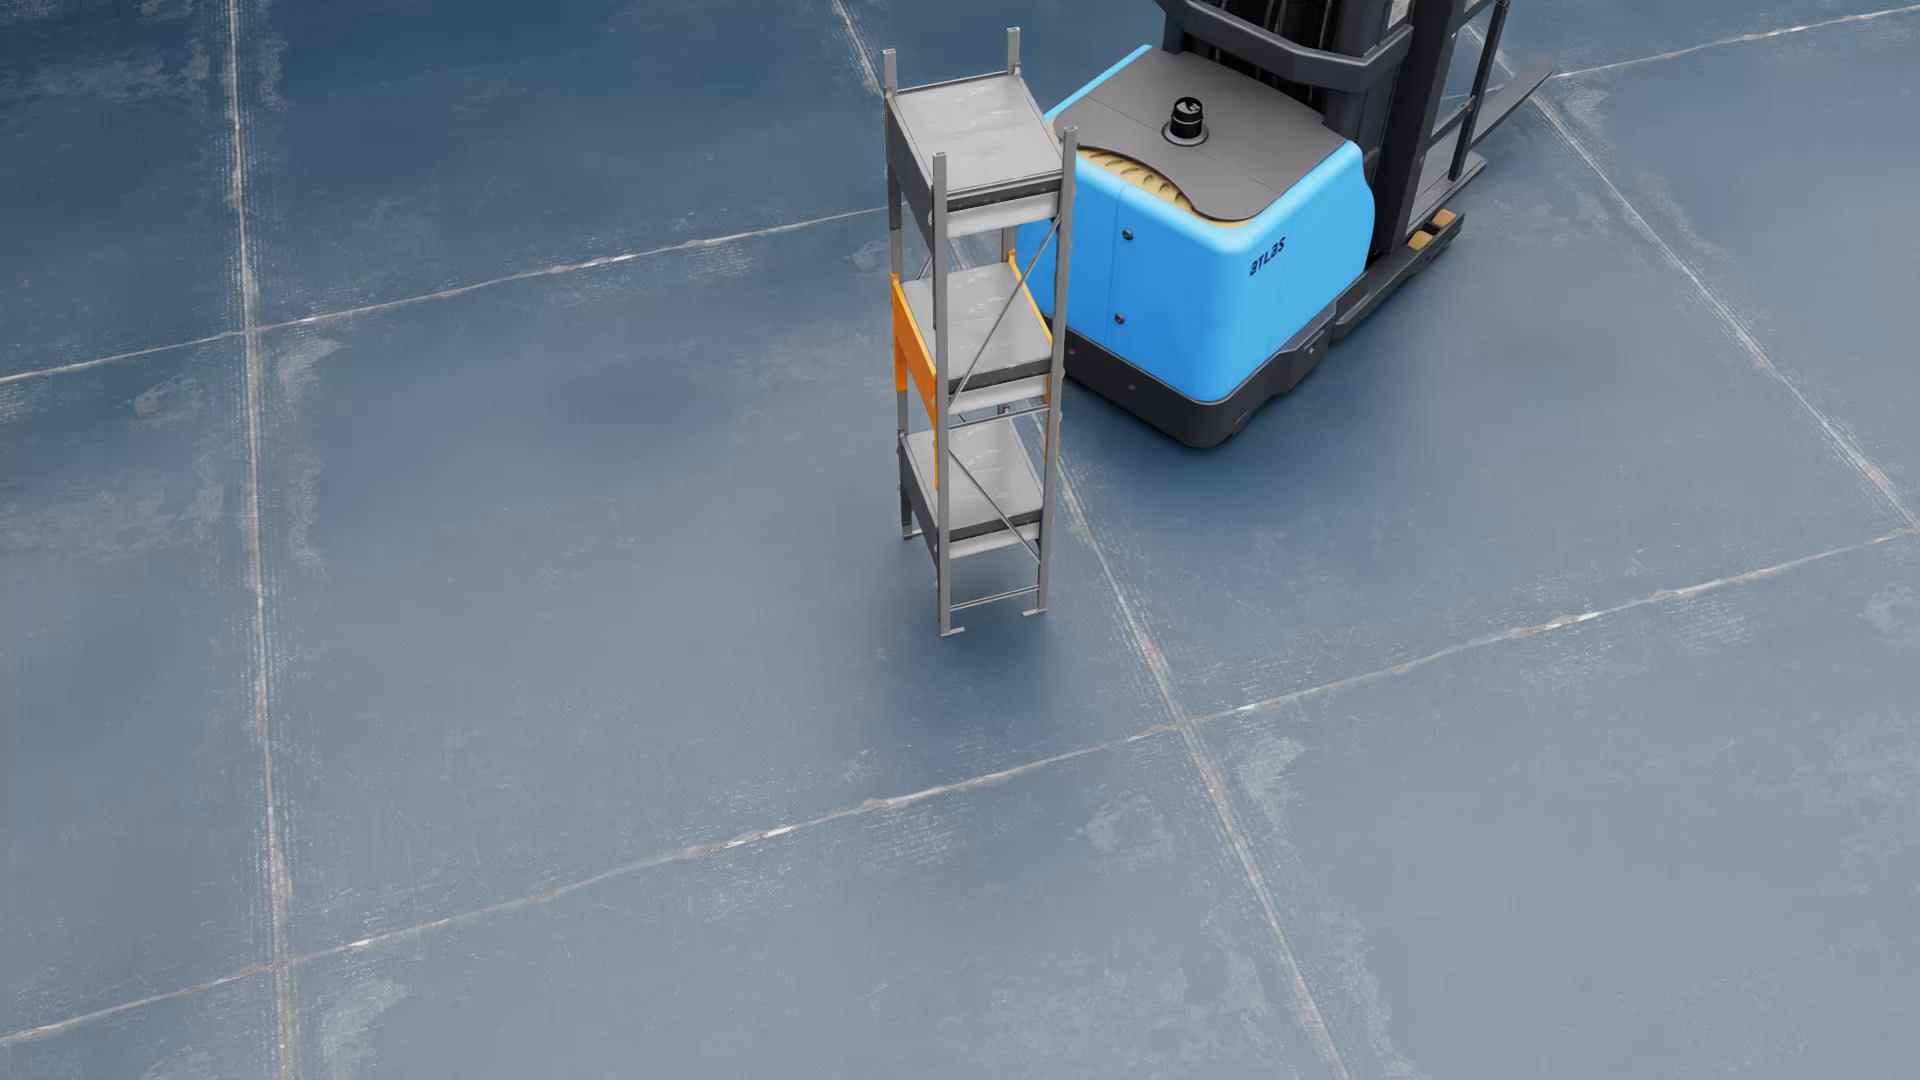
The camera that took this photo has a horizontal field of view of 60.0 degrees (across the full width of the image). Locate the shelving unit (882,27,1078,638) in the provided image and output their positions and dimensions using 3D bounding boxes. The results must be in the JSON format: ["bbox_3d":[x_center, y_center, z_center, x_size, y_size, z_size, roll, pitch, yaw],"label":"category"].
[{"bbox_3d":[0.049,-0.556,5.345,0.431,2.100,0.503,-13,51,-11],"label":"shelving unit"}]

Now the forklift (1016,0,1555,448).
[{"bbox_3d":[1.559,-2.354,6.317,1.130,2.935,3.031,34,58,25],"label":"forklift"}]

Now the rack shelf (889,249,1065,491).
[{"bbox_3d":[0.049,-0.547,5.356,0.431,0.518,0.480,-13,51,-11],"label":"rack shelf"}]

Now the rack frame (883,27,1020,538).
[{"bbox_3d":[-0.023,-0.734,5.496,0.400,2.100,0.015,-13,51,-11],"label":"rack frame"}]

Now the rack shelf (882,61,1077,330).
[{"bbox_3d":[0.049,-0.998,4.821,0.431,0.518,0.480,-13,51,-11],"label":"rack shelf"}]

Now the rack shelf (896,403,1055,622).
[{"bbox_3d":[0.049,-0.096,5.891,0.431,0.518,0.480,-13,51,-11],"label":"rack shelf"}]

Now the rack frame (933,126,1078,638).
[{"bbox_3d":[0.121,-0.378,5.195,0.400,2.100,0.015,-13,51,-11],"label":"rack frame"}]
